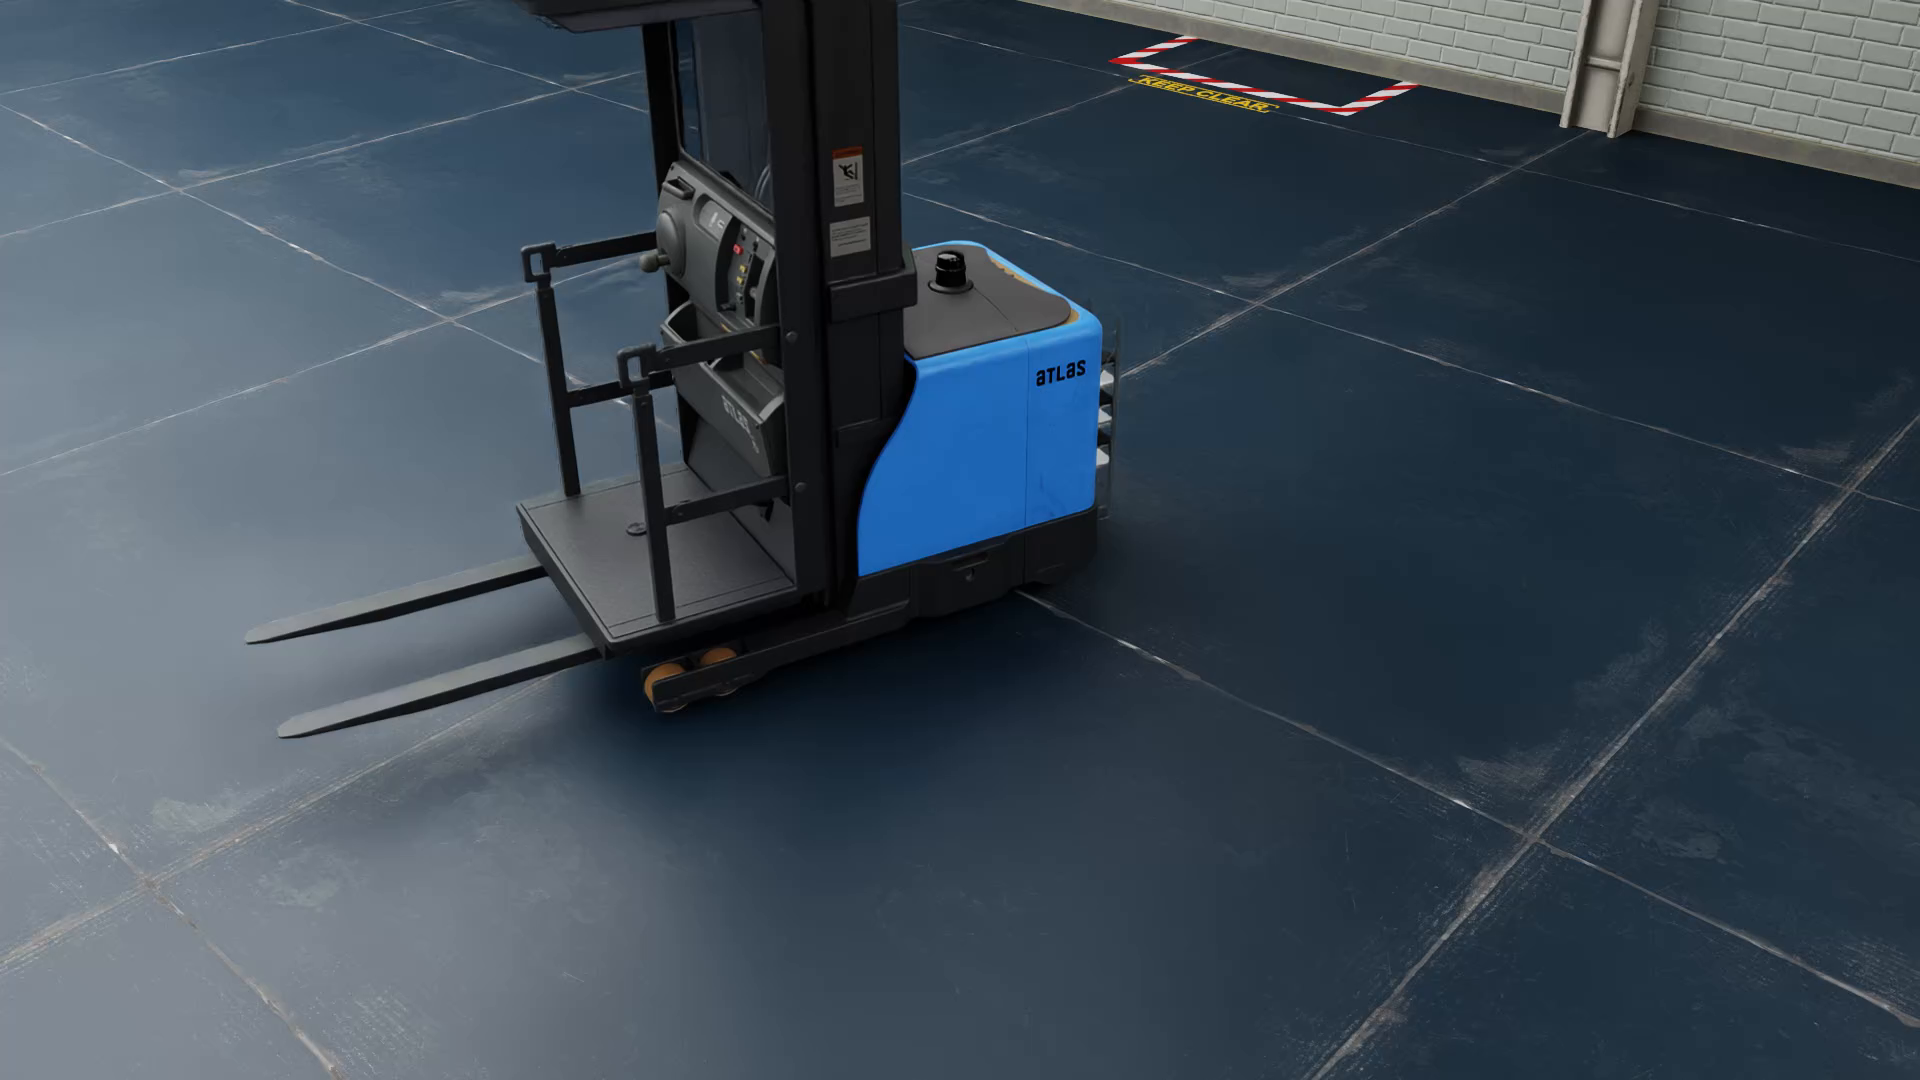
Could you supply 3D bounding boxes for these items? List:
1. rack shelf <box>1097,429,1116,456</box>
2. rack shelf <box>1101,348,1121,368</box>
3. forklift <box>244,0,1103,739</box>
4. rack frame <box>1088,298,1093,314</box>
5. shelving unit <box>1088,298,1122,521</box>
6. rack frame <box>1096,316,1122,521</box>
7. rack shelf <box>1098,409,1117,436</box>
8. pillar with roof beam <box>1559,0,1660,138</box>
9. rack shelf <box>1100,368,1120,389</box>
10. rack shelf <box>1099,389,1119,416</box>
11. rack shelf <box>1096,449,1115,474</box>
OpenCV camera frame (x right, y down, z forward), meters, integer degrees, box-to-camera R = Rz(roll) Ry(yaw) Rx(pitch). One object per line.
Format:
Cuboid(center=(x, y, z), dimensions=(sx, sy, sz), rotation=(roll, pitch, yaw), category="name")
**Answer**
Cuboid(center=(0.472, -0.391, 6.765), dimensions=(0.258, 0.077, 0.200), rotation=(-16, 35, -25), category="rack shelf")
Cuboid(center=(0.473, -0.699, 6.579), dimensions=(0.258, 0.077, 0.200), rotation=(-16, 35, -25), category="rack shelf")
Cuboid(center=(-1.005, -0.971, 5.521), dimensions=(3.031, 2.935, 1.130), rotation=(-16, 35, -25), category="forklift")
Cuboid(center=(0.422, -0.542, 6.777), dimensions=(0.240, 0.900, 0.006), rotation=(-16, 35, -25), category="rack frame")
Cuboid(center=(0.472, -0.497, 6.701), dimensions=(0.258, 0.900, 0.210), rotation=(-16, 35, -25), category="shelving unit")
Cuboid(center=(0.522, -0.451, 6.625), dimensions=(0.240, 0.900, 0.006), rotation=(-16, 35, -25), category="rack frame")
Cuboid(center=(0.472, -0.468, 6.718), dimensions=(0.258, 0.077, 0.200), rotation=(-16, 35, -25), category="rack shelf")
Cuboid(center=(1.506, -5.061, 6.432), dimensions=(0.400, 9.000, 9.100), rotation=(25, 39, 35), category="pillar with roof beam")
Cuboid(center=(0.473, -0.622, 6.626), dimensions=(0.258, 0.077, 0.200), rotation=(-16, 35, -25), category="rack shelf")
Cuboid(center=(0.472, -0.545, 6.672), dimensions=(0.258, 0.077, 0.200), rotation=(-16, 35, -25), category="rack shelf")
Cuboid(center=(0.472, -0.314, 6.811), dimensions=(0.258, 0.077, 0.200), rotation=(-16, 35, -25), category="rack shelf")
